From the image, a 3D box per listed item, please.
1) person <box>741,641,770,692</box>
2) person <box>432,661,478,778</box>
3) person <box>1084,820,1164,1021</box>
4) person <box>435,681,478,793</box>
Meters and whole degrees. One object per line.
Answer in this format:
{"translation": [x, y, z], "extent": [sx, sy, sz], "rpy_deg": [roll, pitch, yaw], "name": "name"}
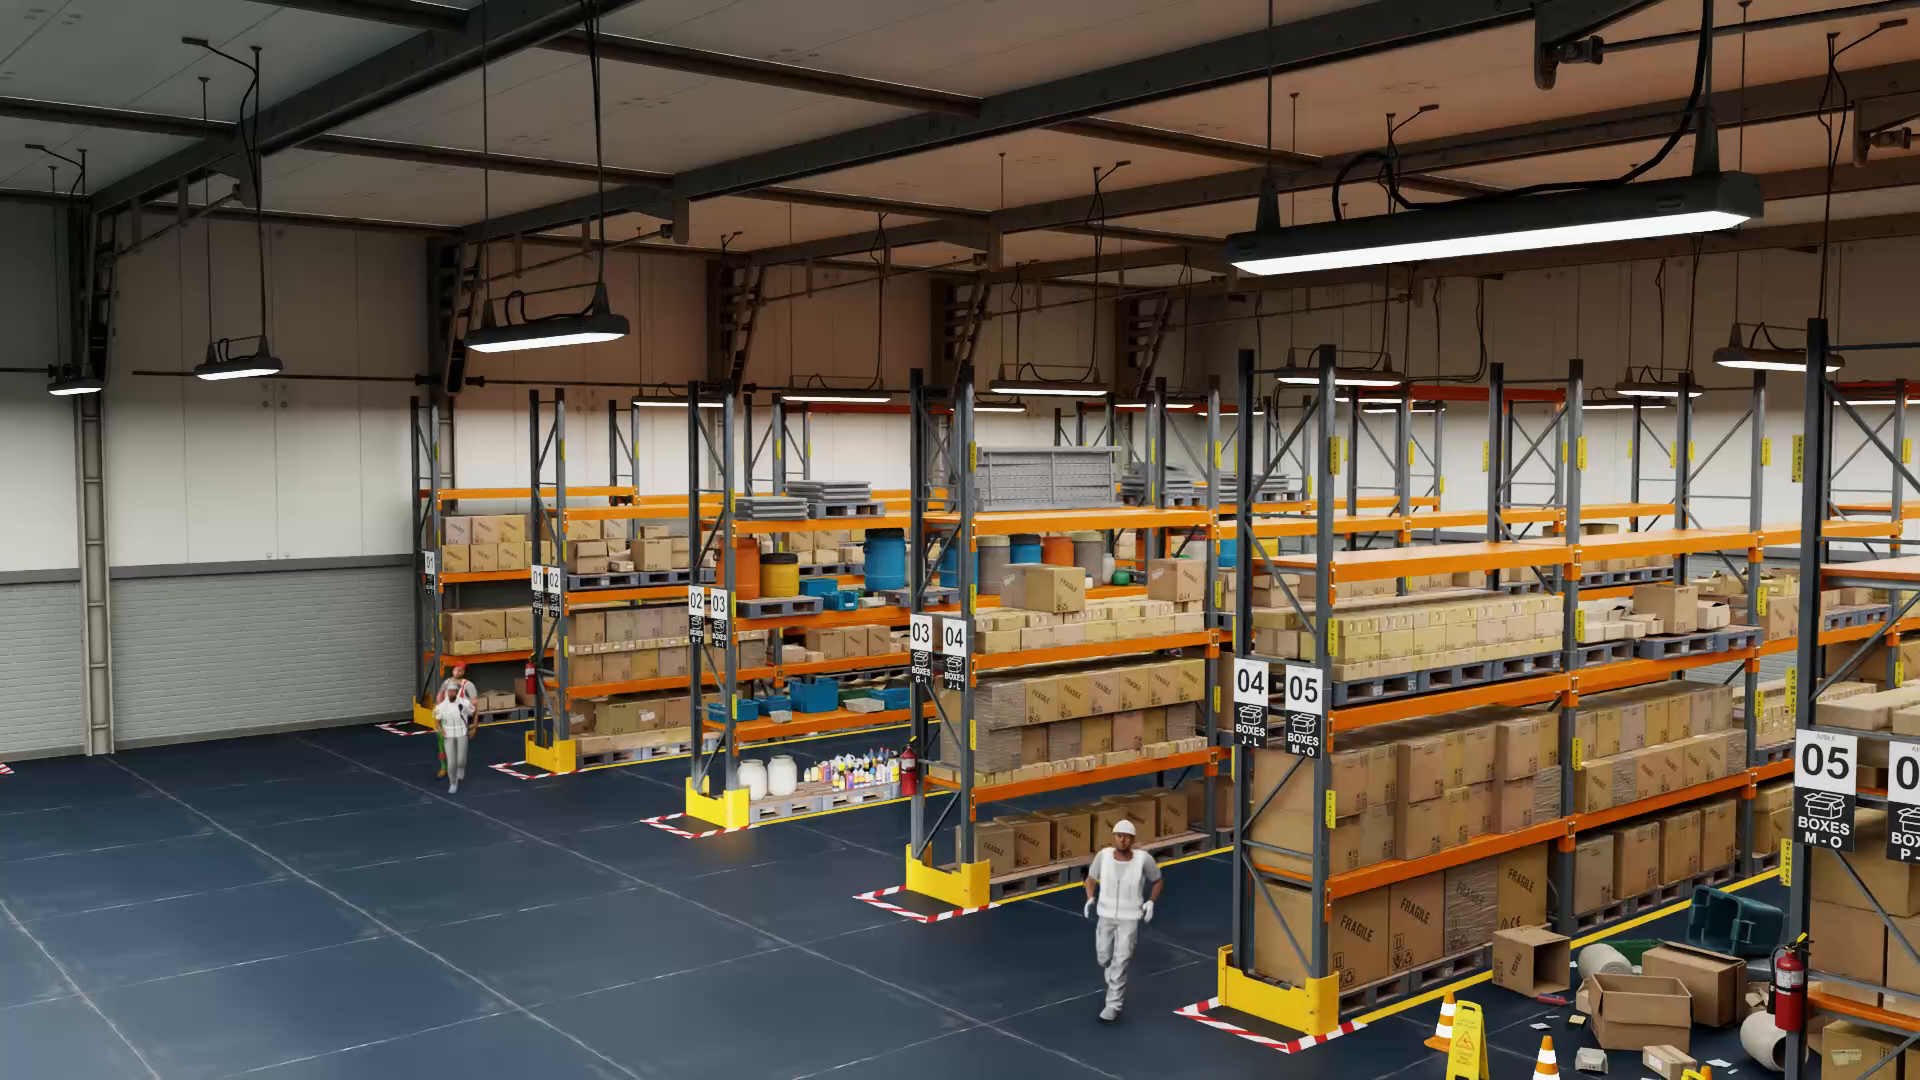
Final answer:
{"translation": [-3.807, 2.439, 31.182], "extent": [0.649, 1.805, 1.025], "rpy_deg": [3, 4, 37], "name": "person"}
{"translation": [-7.873, 2.772, 25.897], "extent": [0.703, 1.761, 0.732], "rpy_deg": [0, 3, 8], "name": "person"}
{"translation": [1.475, 3.413, 15.094], "extent": [0.703, 1.757, 0.839], "rpy_deg": [1, 4, 17], "name": "person"}
{"translation": [-7.439, 2.900, 24.561], "extent": [0.605, 1.667, 0.623], "rpy_deg": [-1, 3, -10], "name": "person"}
